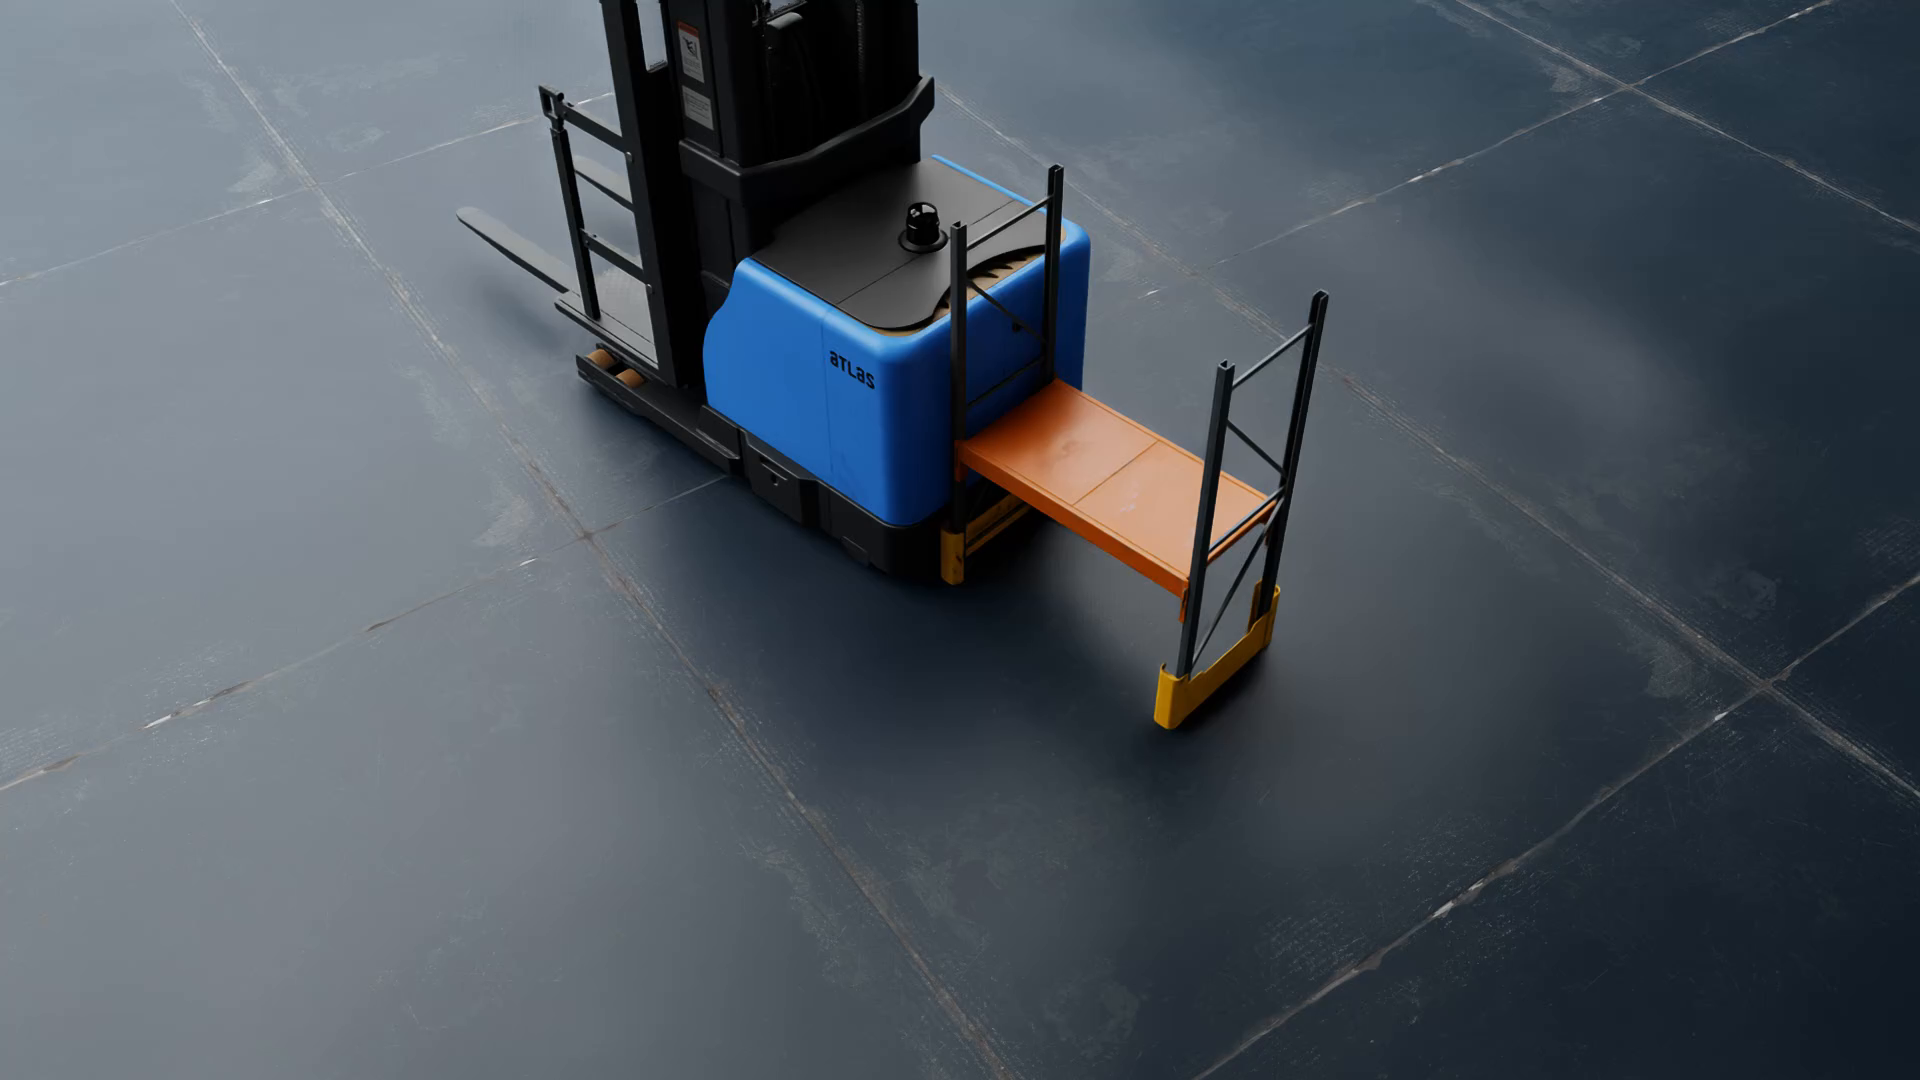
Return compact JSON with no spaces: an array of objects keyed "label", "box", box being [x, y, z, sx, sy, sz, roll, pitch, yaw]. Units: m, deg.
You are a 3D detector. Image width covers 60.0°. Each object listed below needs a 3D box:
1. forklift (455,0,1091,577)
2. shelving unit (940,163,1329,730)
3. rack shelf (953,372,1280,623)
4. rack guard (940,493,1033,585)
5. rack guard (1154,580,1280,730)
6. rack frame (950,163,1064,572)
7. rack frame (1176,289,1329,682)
[{"label":"forklift","box":[-0.940,-1.824,6.038,3.031,2.935,1.130,33,53,30]},{"label":"shelving unit","box":[0.515,-0.301,5.480,1.083,1.500,0.587,33,53,30]},{"label":"rack shelf","box":[0.522,-0.167,5.599,1.000,0.185,0.538,33,53,30]},{"label":"rack guard","box":[0.153,-0.085,6.158,0.087,0.250,0.587,33,53,30]},{"label":"rack guard","box":[0.877,0.387,5.664,0.087,0.250,0.587,33,53,30]},{"label":"rack frame","box":[0.152,-0.538,5.727,0.032,1.500,0.500,33,53,30]},{"label":"rack frame","box":[0.891,-0.056,5.223,0.032,1.500,0.500,33,53,30]}]
